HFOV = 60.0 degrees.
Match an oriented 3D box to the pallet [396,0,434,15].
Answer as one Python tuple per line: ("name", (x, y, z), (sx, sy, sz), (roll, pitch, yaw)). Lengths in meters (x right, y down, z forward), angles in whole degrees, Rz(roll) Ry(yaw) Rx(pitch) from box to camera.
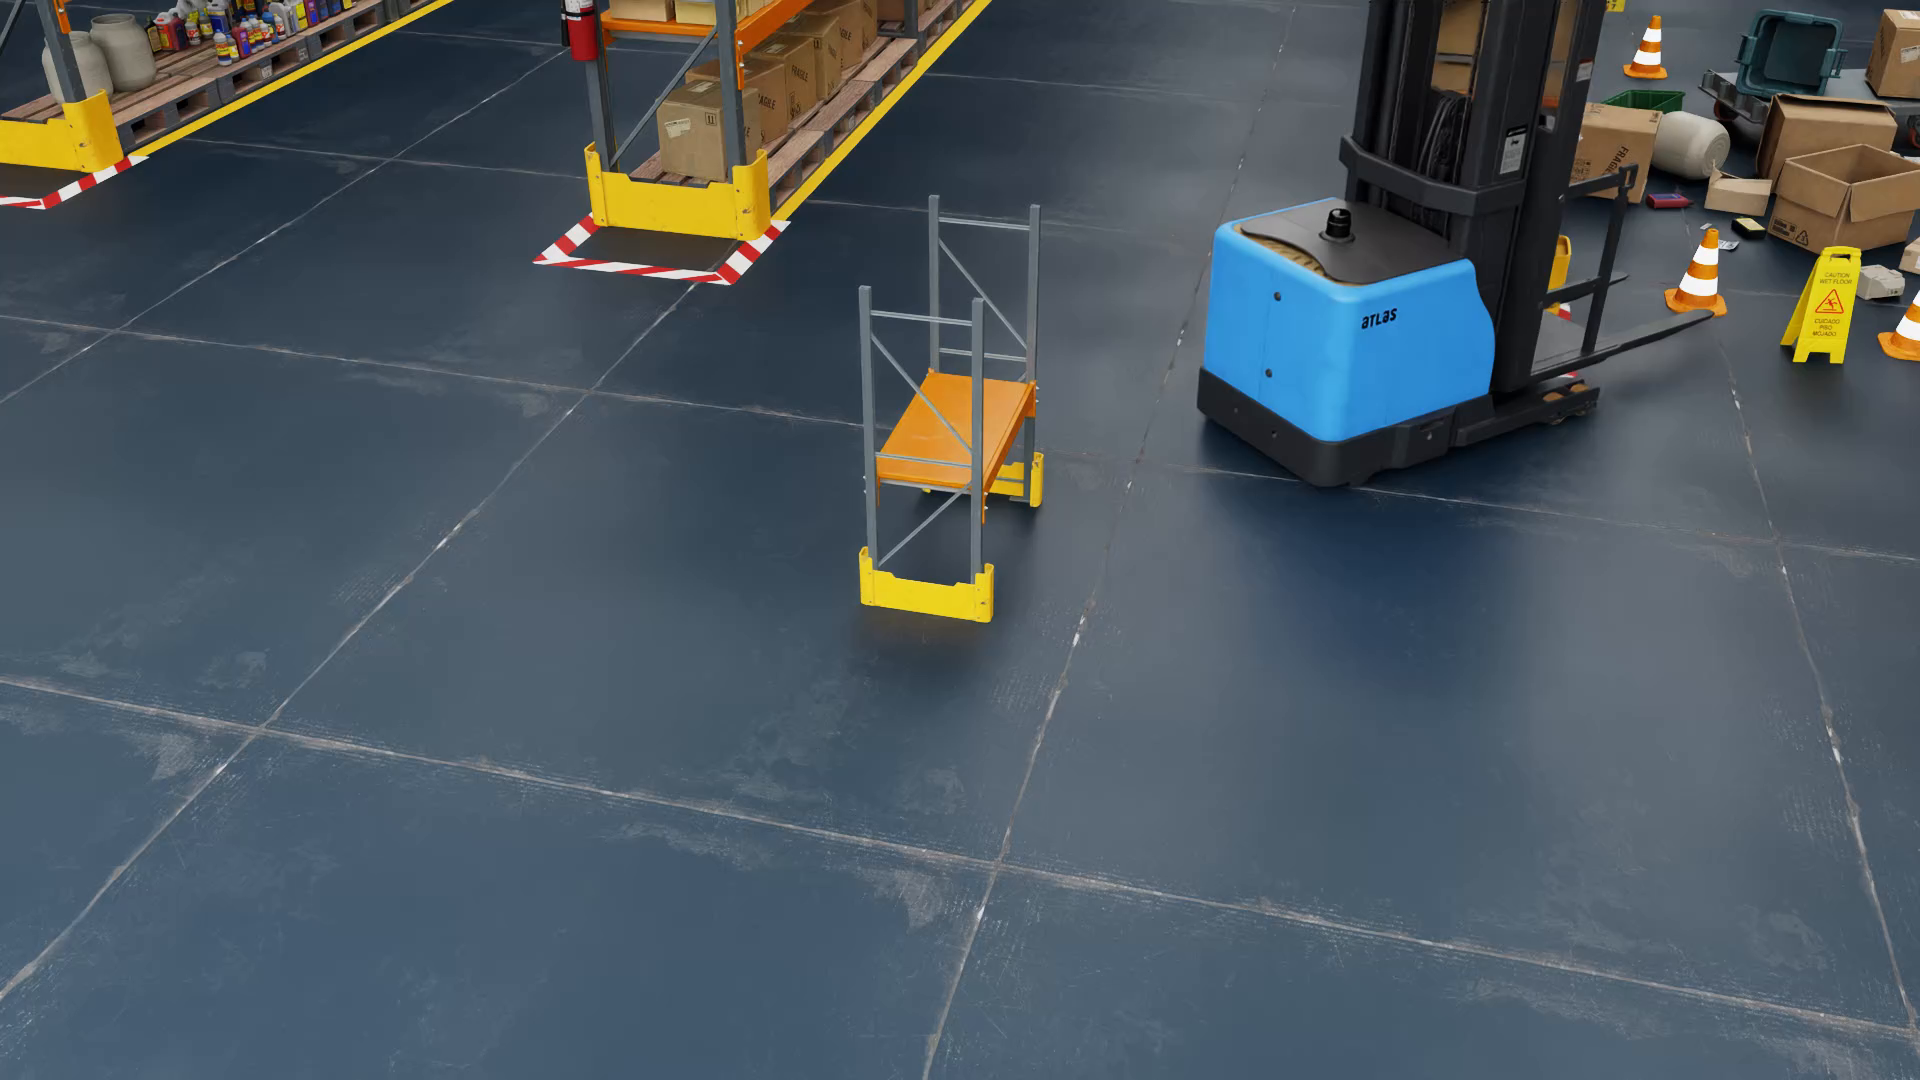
("pallet", (-5.481, -5.317, 15.918), (1.003, 0.211, 1.213), (8, 33, 12))

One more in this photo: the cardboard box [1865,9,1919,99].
("cardboard box", (7.004, -3.549, 12.161), (0.500, 0.500, 0.500), (8, 33, 12))

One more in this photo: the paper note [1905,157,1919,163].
("paper note", (6.949, -2.762, 12.066), (0.148, 0.019, 0.142), (8, 33, 12))

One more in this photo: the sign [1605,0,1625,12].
("sign", (3.440, -2.924, 8.672), (0.100, 0.325, 0.005), (8, 33, 12))

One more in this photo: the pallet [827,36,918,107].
("pallet", (-0.988, -3.877, 13.652), (1.003, 0.211, 1.213), (8, 33, 12))

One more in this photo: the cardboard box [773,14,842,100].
("cardboard box", (-1.212, -3.696, 12.707), (0.500, 0.500, 0.500), (5, 33, 8))

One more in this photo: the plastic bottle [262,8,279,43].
("plastic bottle", (-5.733, -4.273, 13.809), (0.097, 0.271, 0.097), (0, 32, 0))

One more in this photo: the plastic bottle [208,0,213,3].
("plastic bottle", (-6.379, -4.580, 14.281), (0.061, 0.283, 0.133), (9, 34, 15))

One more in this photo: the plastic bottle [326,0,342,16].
("plastic bottle", (-5.528, -4.776, 14.525), (0.144, 0.351, 0.185), (7, 33, 11))

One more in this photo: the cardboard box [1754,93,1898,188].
("cardboard box", (5.945, -2.729, 11.446), (0.797, 0.637, 0.503), (8, 33, 12))

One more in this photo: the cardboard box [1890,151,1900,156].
("cardboard box", (6.451, -2.774, 11.865), (0.258, 0.266, 0.396), (-14, 35, -21))

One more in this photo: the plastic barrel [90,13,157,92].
("plastic barrel", (-6.438, -3.745, 12.773), (0.421, 0.512, 0.421), (0, 32, 0))

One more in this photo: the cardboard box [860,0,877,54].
("cardboard box", (-0.992, -4.327, 13.700), (0.500, 0.500, 0.500), (7, 33, 11))

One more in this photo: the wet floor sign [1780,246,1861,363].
("wet floor sign", (4.813, -1.326, 9.234), (0.267, 0.644, 0.232), (3, 33, 4))

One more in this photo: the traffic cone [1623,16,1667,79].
("traffic cone", (5.721, -4.099, 13.767), (0.336, 0.463, 0.334), (8, 33, 12))

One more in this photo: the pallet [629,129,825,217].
("pallet", (-1.608, -2.611, 11.660), (1.003, 0.211, 1.213), (8, 33, 12))

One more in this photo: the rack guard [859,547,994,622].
("rack guard", (-0.146, 0.192, 7.214), (0.587, 0.250, 0.087), (8, 33, 12))

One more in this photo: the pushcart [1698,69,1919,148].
("pushcart", (6.515, -3.236, 12.488), (1.648, 0.377, 0.936), (-3, 33, -4))

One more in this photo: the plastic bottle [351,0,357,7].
("plastic bottle", (-5.434, -4.856, 14.790), (0.097, 0.201, 0.097), (0, 32, 0))

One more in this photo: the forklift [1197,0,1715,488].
("forklift", (2.771, -2.065, 8.266), (3.031, 2.935, 1.130), (-18, 36, -25))

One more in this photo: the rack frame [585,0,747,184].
("rack frame", (-1.867, -3.331, 10.194), (1.000, 3.000, 0.127), (8, 33, 12))

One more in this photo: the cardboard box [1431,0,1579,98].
("cardboard box", (2.955, -2.866, 9.322), (0.875, 0.550, 0.550), (8, 33, 12))

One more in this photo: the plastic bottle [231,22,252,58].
("plastic bottle", (-5.821, -4.058, 13.460), (0.061, 0.283, 0.133), (9, 33, 13))

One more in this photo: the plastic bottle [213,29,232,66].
("plastic bottle", (-5.896, -3.938, 13.282), (0.097, 0.271, 0.097), (0, 32, 0))

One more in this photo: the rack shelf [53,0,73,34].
("rack shelf", (-6.150, -4.740, 13.081), (1.077, 0.370, 4.000), (8, 33, 12))

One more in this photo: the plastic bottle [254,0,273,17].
("plastic bottle", (-6.110, -4.767, 14.512), (0.144, 0.351, 0.185), (8, 33, 12))

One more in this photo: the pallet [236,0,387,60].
("pallet", (-5.854, -4.562, 14.729), (1.003, 0.211, 1.213), (8, 33, 12))

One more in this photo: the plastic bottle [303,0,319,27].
("plastic bottle", (-5.577, -4.558, 14.245), (0.061, 0.283, 0.133), (10, 34, 16))

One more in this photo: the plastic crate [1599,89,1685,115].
("plastic crate", (5.143, -3.248, 12.631), (0.662, 0.188, 0.450), (-28, 32, -37))

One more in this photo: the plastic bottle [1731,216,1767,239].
("plastic bottle", (5.171, -2.062, 10.937), (0.133, 0.061, 0.283), (-3, 33, -4))

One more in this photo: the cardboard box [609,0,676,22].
("cardboard box", (-1.995, -3.401, 10.539), (0.380, 0.149, 0.250), (8, 33, 12))

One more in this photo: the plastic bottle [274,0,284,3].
("plastic bottle", (-5.764, -4.481, 14.124), (0.061, 0.283, 0.133), (8, 33, 12))

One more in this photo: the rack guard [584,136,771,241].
("rack guard", (-1.848, -2.316, 10.927), (1.175, 0.500, 0.348), (8, 33, 12))

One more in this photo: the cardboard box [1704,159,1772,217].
("cardboard box", (5.265, -2.383, 11.251), (0.396, 0.266, 0.258), (14, 35, 21))

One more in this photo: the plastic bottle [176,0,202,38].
("plastic bottle", (-6.452, -4.372, 13.890), (0.144, 0.351, 0.185), (9, 34, 14))

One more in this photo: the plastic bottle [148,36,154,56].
("plastic bottle", (-6.616, -4.023, 13.481), (0.097, 0.201, 0.097), (0, 32, 0))

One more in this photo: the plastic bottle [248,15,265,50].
("plastic bottle", (-5.784, -4.168, 13.644), (0.097, 0.271, 0.097), (0, 32, 0))

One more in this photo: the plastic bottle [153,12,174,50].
("plastic bottle", (-6.526, -4.182, 13.661), (0.152, 0.276, 0.135), (8, 33, 13))

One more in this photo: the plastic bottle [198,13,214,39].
("plastic bottle", (-6.324, -4.315, 13.940), (0.097, 0.201, 0.097), (0, 32, 0))

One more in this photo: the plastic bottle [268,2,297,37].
("plastic bottle", (-5.703, -4.393, 13.993), (0.152, 0.276, 0.135), (9, 33, 13))

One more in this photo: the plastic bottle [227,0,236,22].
("plastic bottle", (-6.298, -4.574, 14.282), (0.097, 0.271, 0.097), (0, 32, 0))

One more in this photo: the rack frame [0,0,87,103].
("rack frame", (-6.658, -4.006, 11.255), (1.000, 3.000, 0.127), (8, 33, 12))

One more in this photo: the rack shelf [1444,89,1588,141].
("rack shelf", (3.412, -3.338, 10.875), (1.077, 0.370, 4.000), (8, 33, 12))

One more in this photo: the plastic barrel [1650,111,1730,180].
("plastic barrel", (5.116, -2.795, 11.751), (0.421, 0.421, 0.512), (-21, 38, -29))

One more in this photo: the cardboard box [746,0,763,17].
("cardboard box", (-1.482, -3.468, 10.643), (0.380, 0.149, 0.250), (8, 33, 12))

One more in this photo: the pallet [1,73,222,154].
("pallet", (-6.473, -3.296, 12.737), (1.003, 0.211, 1.213), (8, 33, 12))

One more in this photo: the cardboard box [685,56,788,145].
("cardboard box", (-1.574, -3.090, 11.754), (0.500, 0.500, 0.500), (17, 36, 25))

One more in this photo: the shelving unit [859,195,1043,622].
("shelving unit", (-0.019, -0.593, 7.285), (0.587, 1.500, 1.083), (8, 33, 12))

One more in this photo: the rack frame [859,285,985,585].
("rack frame", (-0.151, -0.325, 6.863), (0.500, 1.500, 0.032), (8, 33, 12))

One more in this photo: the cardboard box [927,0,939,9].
("cardboard box", (-0.536, -5.099, 14.894), (0.700, 0.500, 0.500), (8, 33, 12))
